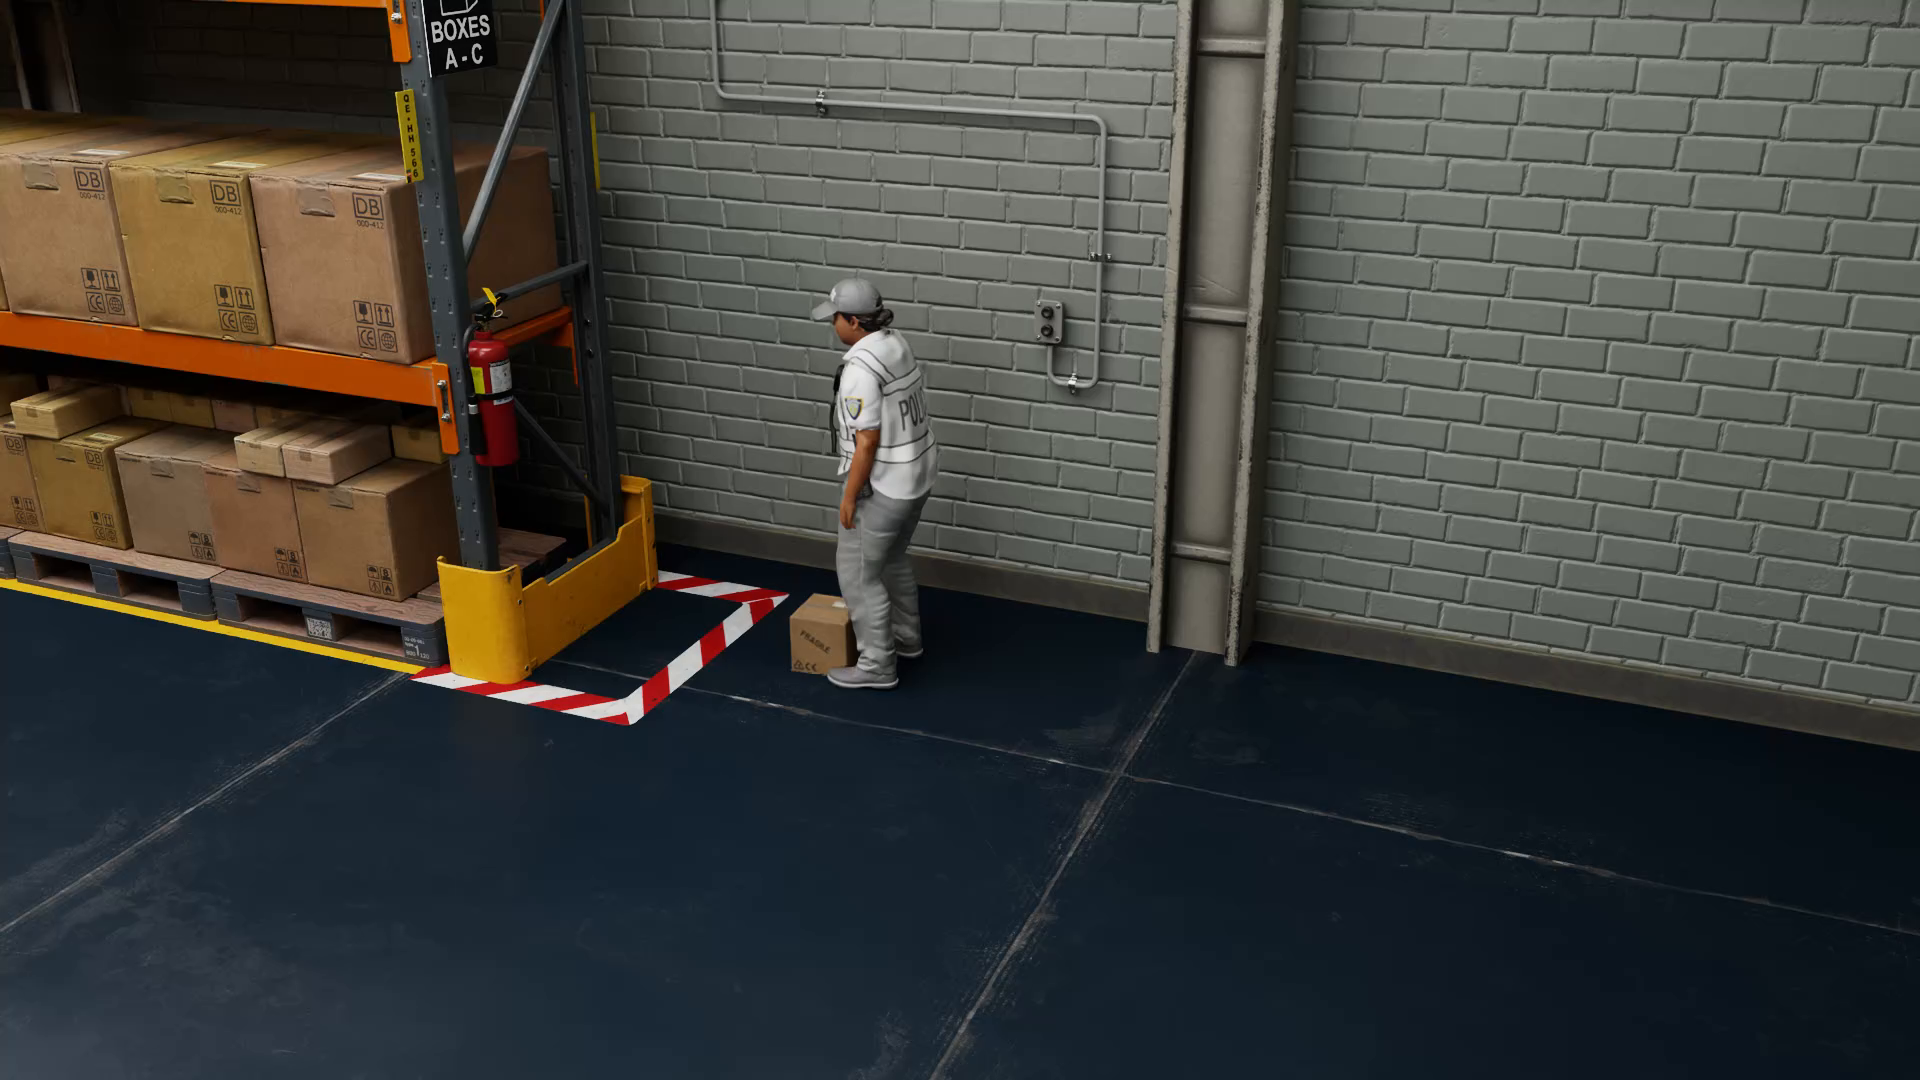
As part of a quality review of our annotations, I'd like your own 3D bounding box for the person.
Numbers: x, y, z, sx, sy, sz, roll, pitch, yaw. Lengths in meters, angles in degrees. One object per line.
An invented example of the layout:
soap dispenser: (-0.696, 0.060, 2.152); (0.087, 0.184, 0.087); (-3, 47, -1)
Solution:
person: (-0.337, -0.228, 6.633); (0.463, 1.666, 0.539); (8, 24, 18)
